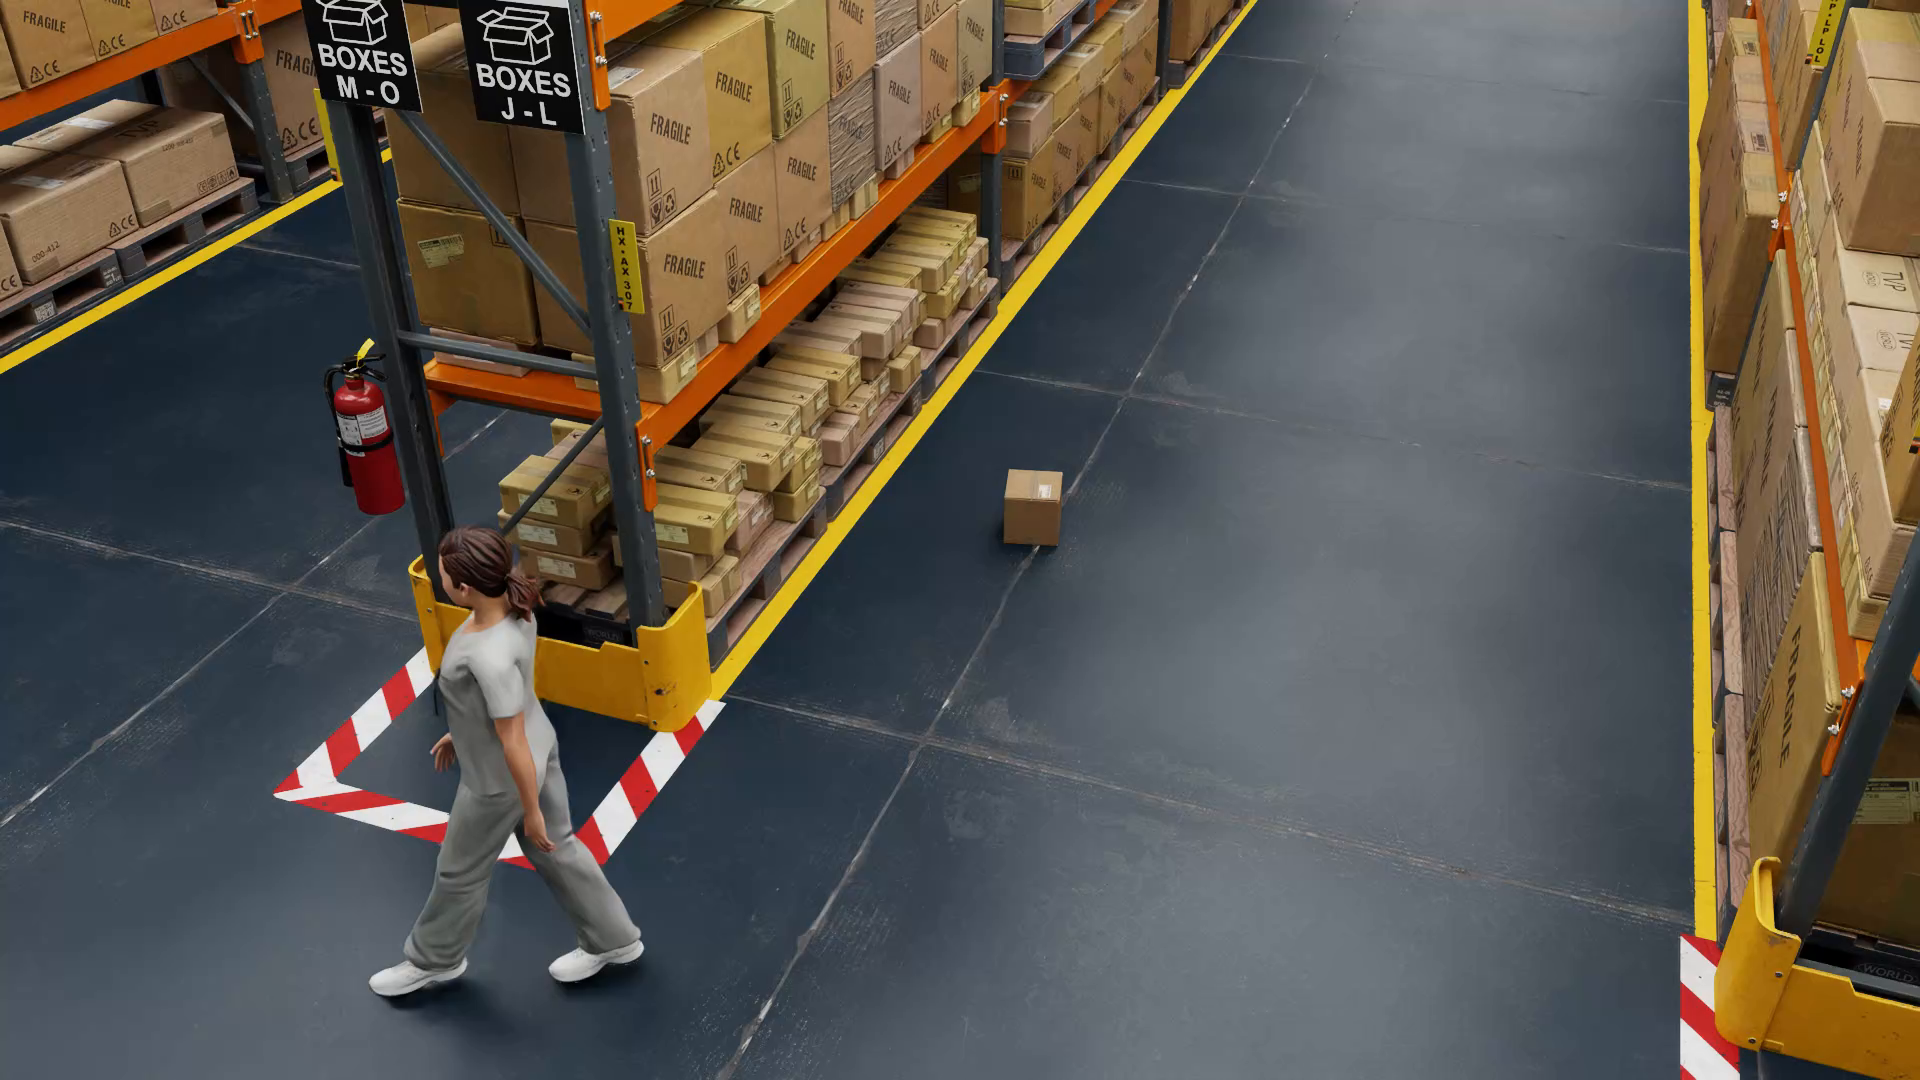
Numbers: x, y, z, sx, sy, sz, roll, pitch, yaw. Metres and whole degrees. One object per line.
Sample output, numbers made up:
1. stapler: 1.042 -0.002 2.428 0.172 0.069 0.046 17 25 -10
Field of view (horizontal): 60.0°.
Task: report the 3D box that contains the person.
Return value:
1. person: -1.523 0.691 5.074 0.941 1.619 0.532 0 33 0
